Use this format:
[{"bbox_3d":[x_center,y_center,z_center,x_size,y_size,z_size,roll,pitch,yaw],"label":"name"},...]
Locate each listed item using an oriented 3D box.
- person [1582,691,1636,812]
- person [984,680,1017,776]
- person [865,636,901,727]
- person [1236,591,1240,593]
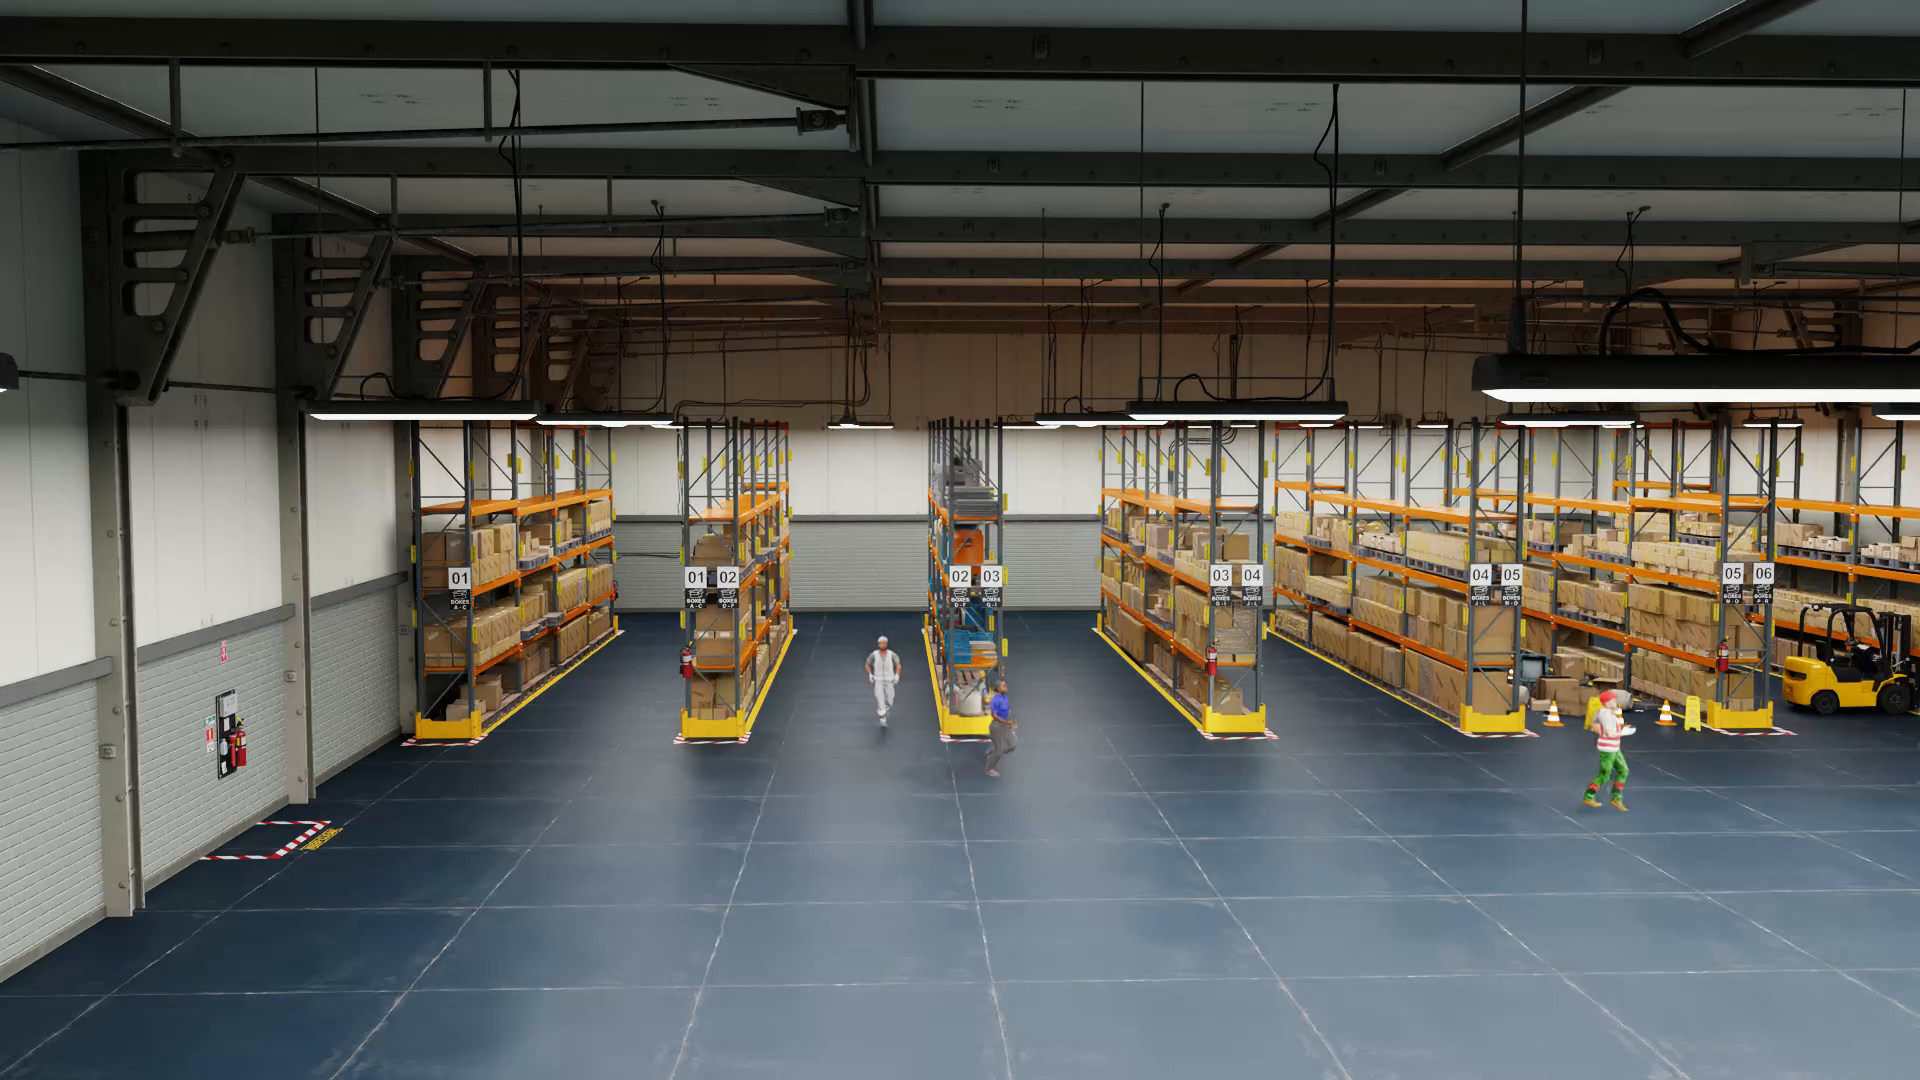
[{"bbox_3d":[9.769,3.189,25.028,0.736,1.836,0.632,2,4,26],"label":"person"},{"bbox_3d":[0.699,3.120,27.650,0.616,1.613,0.601,2,4,28],"label":"person"},{"bbox_3d":[-1.501,2.736,32.357,0.698,1.747,0.724,-1,4,-8],"label":"person"},{"bbox_3d":[7.714,1.822,47.990,0.702,1.544,0.535,2,4,26],"label":"person"}]
